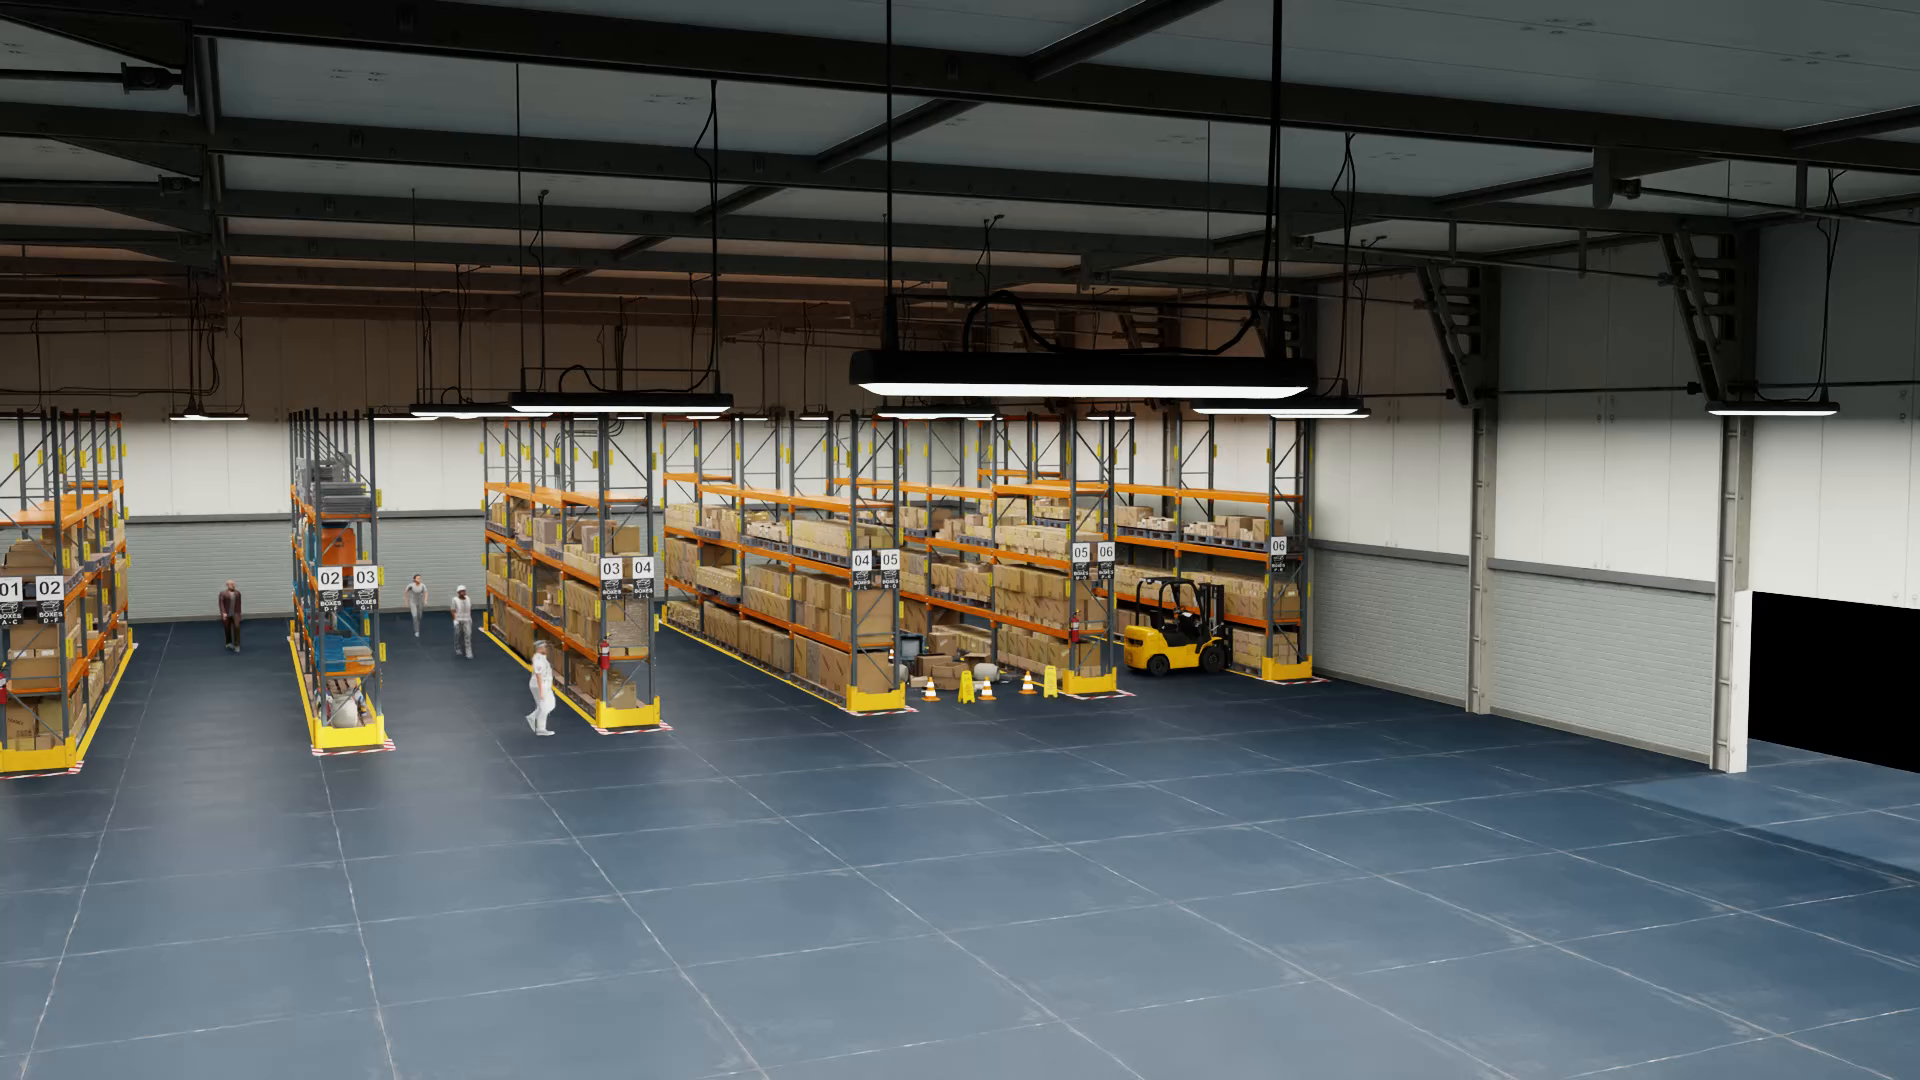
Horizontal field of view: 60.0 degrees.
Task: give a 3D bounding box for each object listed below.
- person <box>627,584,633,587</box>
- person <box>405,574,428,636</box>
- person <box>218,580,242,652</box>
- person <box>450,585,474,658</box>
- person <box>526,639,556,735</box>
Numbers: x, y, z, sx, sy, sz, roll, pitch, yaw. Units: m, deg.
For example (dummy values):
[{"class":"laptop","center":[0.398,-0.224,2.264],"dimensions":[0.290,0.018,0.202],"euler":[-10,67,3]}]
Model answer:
[{"class":"person","center":[-8.714,1.791,43.756],"dimensions":[0.582,1.815,0.454],"euler":[1,4,7]},{"class":"person","center":[-14.752,1.748,45.110],"dimensions":[0.590,1.678,0.793],"euler":[-2,5,-28]},{"class":"person","center":[-18.430,1.916,42.004],"dimensions":[0.542,1.801,0.932],"euler":[-2,5,-28]},{"class":"person","center":[-12.186,1.979,40.708],"dimensions":[0.552,1.735,0.981],"euler":[-2,4,-25]},{"class":"person","center":[-7.714,2.687,30.448],"dimensions":[0.567,1.758,0.541],"euler":[0,4,3]}]
